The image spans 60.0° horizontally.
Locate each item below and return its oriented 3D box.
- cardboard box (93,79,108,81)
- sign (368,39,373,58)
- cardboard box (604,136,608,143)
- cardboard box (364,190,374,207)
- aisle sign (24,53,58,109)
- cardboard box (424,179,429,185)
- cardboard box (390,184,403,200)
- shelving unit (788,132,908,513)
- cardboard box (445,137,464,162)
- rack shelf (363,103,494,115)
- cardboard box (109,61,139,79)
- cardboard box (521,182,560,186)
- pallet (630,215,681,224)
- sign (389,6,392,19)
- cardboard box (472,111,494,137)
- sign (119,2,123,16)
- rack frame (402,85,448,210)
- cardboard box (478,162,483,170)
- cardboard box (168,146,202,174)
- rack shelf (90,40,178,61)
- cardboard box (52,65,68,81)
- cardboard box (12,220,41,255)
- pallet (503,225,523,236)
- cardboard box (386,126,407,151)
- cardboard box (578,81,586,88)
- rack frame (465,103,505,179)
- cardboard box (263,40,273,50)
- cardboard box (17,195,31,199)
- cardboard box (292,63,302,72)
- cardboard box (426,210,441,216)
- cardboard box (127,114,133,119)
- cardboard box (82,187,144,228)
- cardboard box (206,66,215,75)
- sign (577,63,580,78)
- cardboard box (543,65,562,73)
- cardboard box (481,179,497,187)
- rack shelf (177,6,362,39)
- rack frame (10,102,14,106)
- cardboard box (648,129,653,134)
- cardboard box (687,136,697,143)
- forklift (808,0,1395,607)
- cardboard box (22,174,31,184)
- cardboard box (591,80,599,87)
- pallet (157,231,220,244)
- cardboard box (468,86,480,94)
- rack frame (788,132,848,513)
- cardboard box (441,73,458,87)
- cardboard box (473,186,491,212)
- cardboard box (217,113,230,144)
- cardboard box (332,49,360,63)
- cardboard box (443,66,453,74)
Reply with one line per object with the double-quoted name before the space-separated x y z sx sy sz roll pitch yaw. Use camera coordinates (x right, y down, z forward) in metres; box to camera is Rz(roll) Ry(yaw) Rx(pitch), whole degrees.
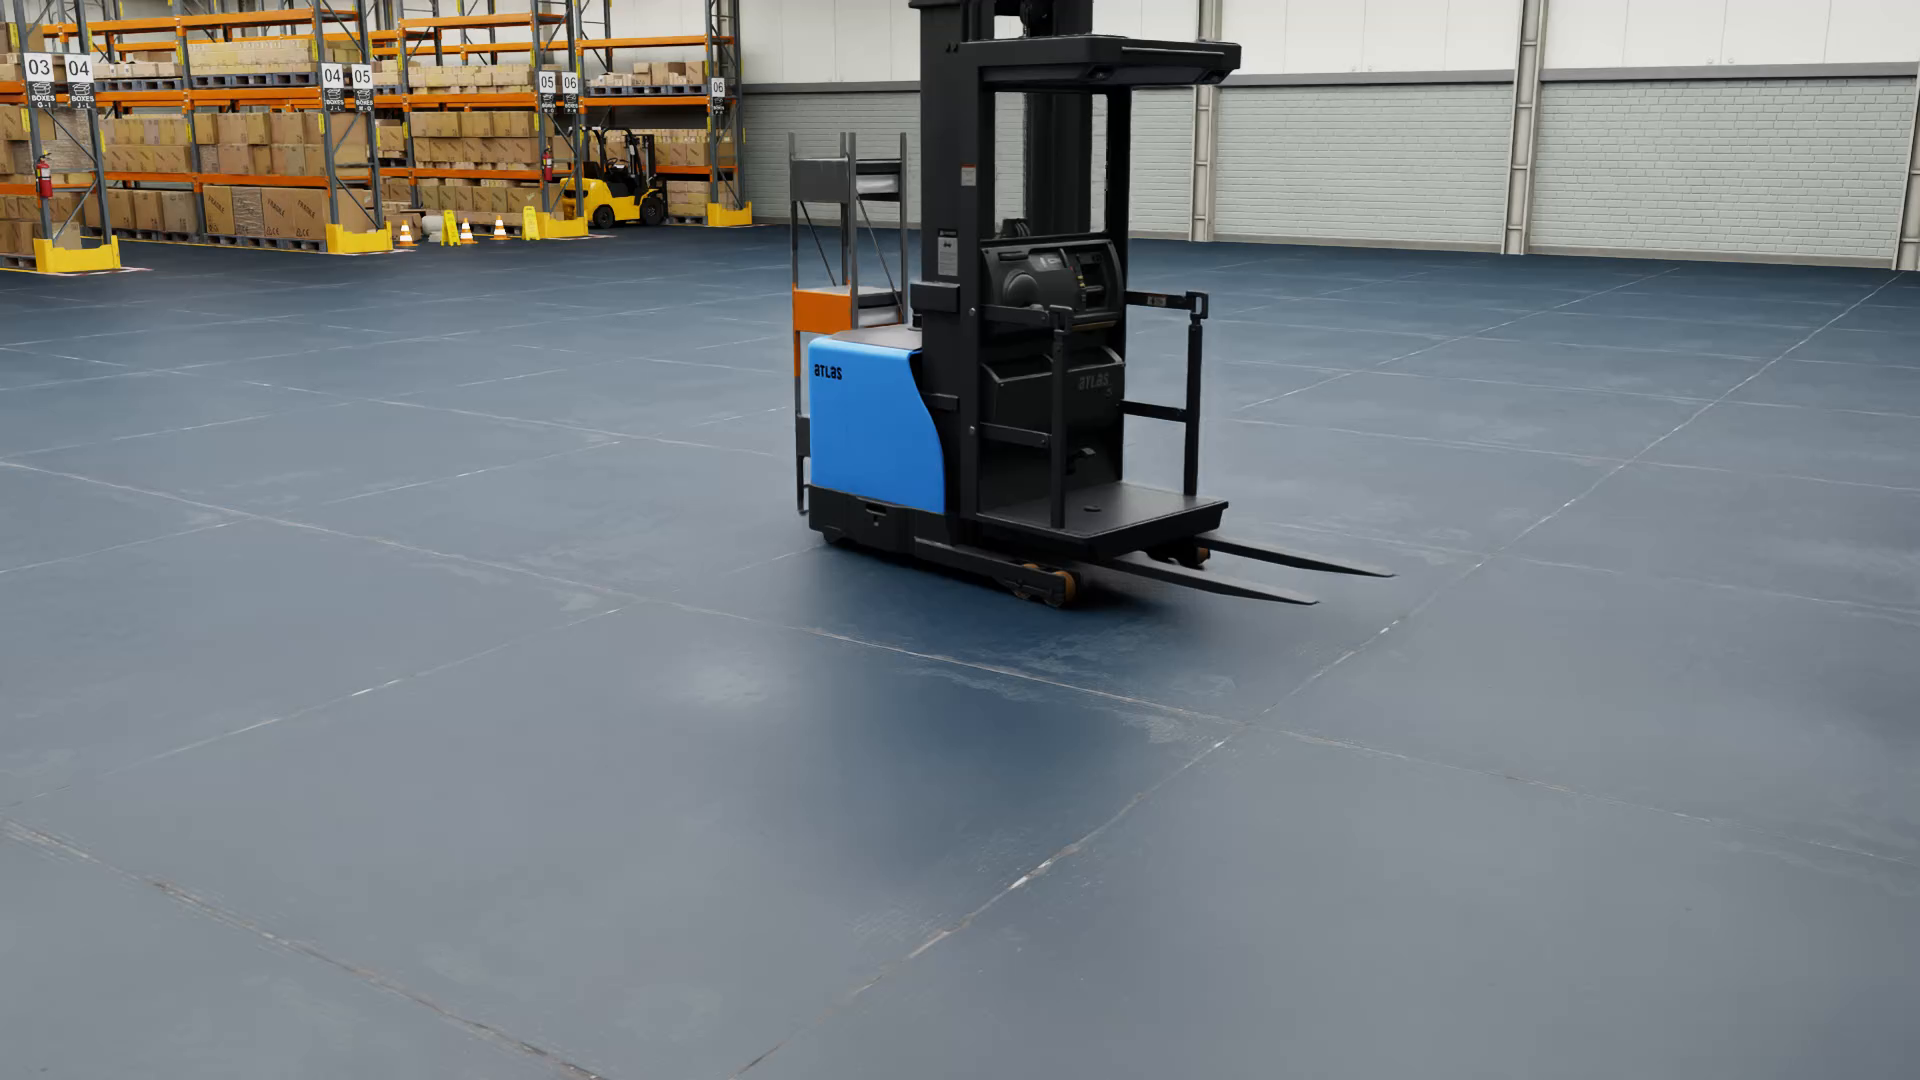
"cardboard box" -17.622 -9.292 33.665 0.500 0.500 0.500 9 17 33
"sign" -10.344 -8.613 29.149 0.005 0.325 0.100 9 17 33
"cardboard box" -8.198 -9.345 38.775 0.250 0.149 0.380 10 17 34
"cardboard box" -12.267 -6.917 34.148 0.500 0.500 0.500 9 17 33
"aisle sign" -13.626 -6.803 24.652 0.004 0.787 0.394 9 17 33
"cardboard box" -13.486 -9.153 42.532 0.250 0.149 0.380 8 16 30
"cardboard box" -14.447 -8.996 43.249 0.500 0.500 0.500 9 16 32
"shelving unit" -0.605 -1.166 9.165 0.503 2.100 0.431 13 19 43
"cardboard box" -10.250 -8.067 34.342 0.500 0.500 0.500 9 17 32
"rack shelf" -13.510 -11.023 42.365 4.000 0.370 1.077 9 17 33
"cardboard box" -15.977 -9.046 31.983 0.500 0.311 0.500 9 16 32
"cardboard box" -10.235 -8.437 40.730 0.625 0.625 0.875 8 16 31
"pallet" -6.878 -7.480 38.599 1.213 0.211 1.003 9 17 33
"sign" -14.865 -13.738 43.321 0.005 0.325 0.100 9 17 33
"cardboard box" -9.422 -8.406 33.628 0.500 0.500 0.700 9 16 32
"sign" -20.941 -13.241 41.477 0.005 0.325 0.100 9 17 33
"rack frame" -11.299 -8.121 35.389 0.127 3.000 1.000 9 17 33
"cardboard box" -9.667 -7.679 34.126 0.250 0.149 0.380 9 17 33
"cardboard box" -14.560 -7.186 31.402 0.500 0.500 0.500 9 17 32
"rack shelf" -19.596 -11.831 40.220 4.000 0.370 1.077 9 17 33
"cardboard box" -13.766 -7.109 25.366 0.500 0.250 0.500 10 17 34
"cardboard box" -14.534 -4.760 26.138 0.500 0.500 0.500 -12 18 -39
"pallet" -8.697 -6.358 34.067 1.213 0.211 1.003 9 17 33
"cardboard box" -11.810 -8.534 35.356 0.500 0.500 0.500 9 16 32
"cardboard box" -9.126 -10.851 39.614 0.250 0.149 0.380 9 17 33
"rack frame" -11.851 -9.648 41.556 0.127 3.000 1.000 9 17 33
"cardboard box" -11.968 -8.672 29.151 0.250 0.149 0.380 9 17 33
"cardboard box" -19.286 -7.256 34.661 0.500 0.250 0.500 10 17 35
"cardboard box" -11.332 -8.182 28.832 0.250 0.149 0.380 9 17 33
"cardboard box" -10.960 -6.858 35.132 0.500 0.250 0.500 8 16 30
"cardboard box" -20.048 -10.300 40.550 0.250 0.149 0.380 9 17 33
"cardboard box" -16.841 -6.670 33.332 0.750 0.750 1.050 9 16 32
"cardboard box" -13.443 -8.523 30.208 0.250 0.149 0.380 9 17 33
"sign" -8.826 -10.862 38.486 0.005 0.325 0.100 9 17 33
"cardboard box" -8.161 -9.395 33.153 0.250 0.149 0.380 9 17 32
"cardboard box" -9.556 -7.294 33.985 0.250 0.149 0.380 10 17 35
"rack shelf" -12.318 -9.222 29.677 4.000 0.370 1.077 9 17 33
"rack frame" -20.616 -8.194 35.681 0.127 3.000 1.000 9 17 33
"cardboard box" -6.903 -9.294 37.947 0.250 0.149 0.380 9 17 34
"cardboard box" -5.885 -8.958 37.209 0.250 0.149 0.380 9 17 34
"forklift" 0.601 -1.257 7.801 3.031 2.935 1.130 13 19 43
"cardboard box" -14.069 -5.518 25.394 0.250 0.149 0.380 9 17 33
"cardboard box" -8.329 -10.577 38.508 0.250 0.149 0.380 10 17 34
"pallet" -14.660 -5.856 32.039 1.213 0.211 1.003 9 17 33
"cardboard box" -9.731 -9.108 33.656 0.250 0.149 0.380 9 16 32
"rack frame" -0.779 -1.208 9.332 0.015 2.100 0.400 13 19 43
"cardboard box" -10.245 -9.398 33.998 0.500 0.250 0.500 9 17 33
"cardboard box" -9.640 -7.012 34.195 0.500 0.500 0.500 9 16 32
"cardboard box" -13.169 -7.611 30.767 0.550 0.550 0.875 9 17 33
"cardboard box" -10.916 -8.480 29.208 0.500 0.250 0.500 9 17 33
"cardboard box" -10.336 -9.605 34.004 0.250 0.149 0.380 9 16 31
